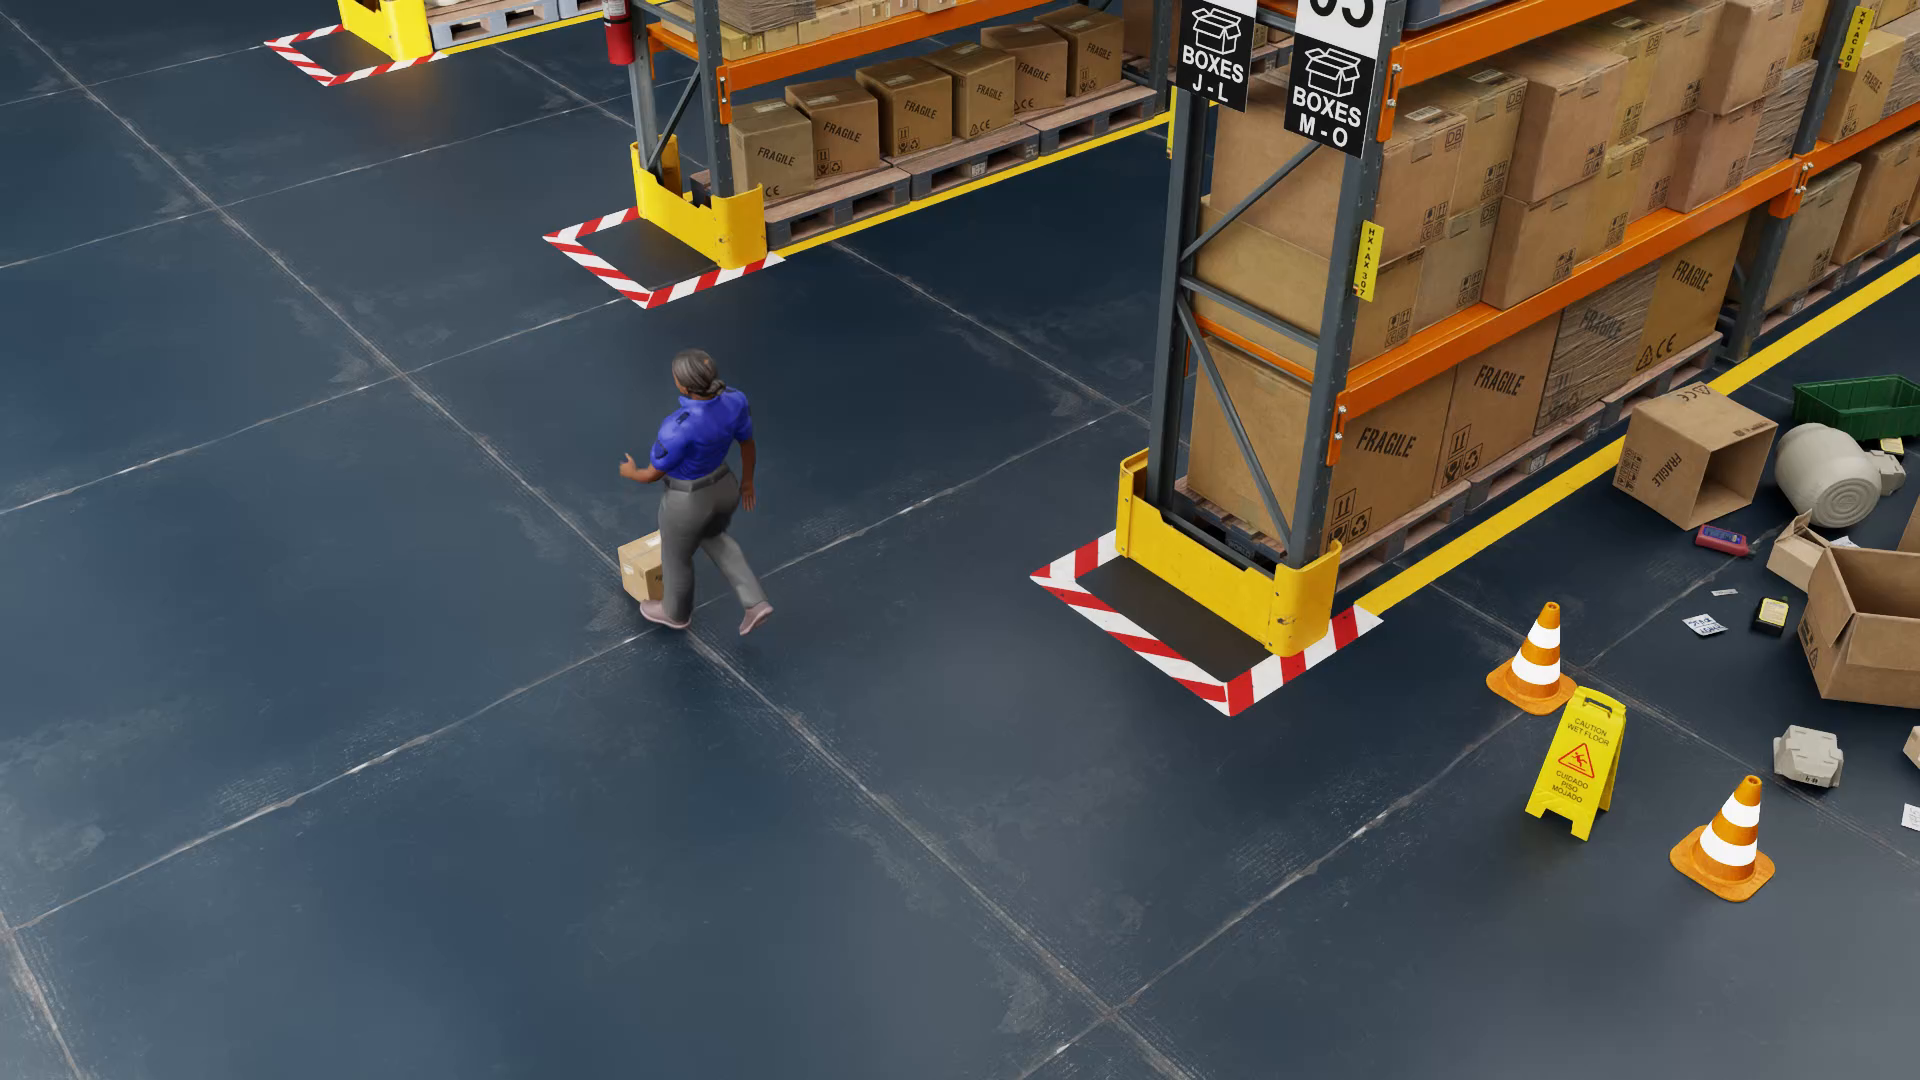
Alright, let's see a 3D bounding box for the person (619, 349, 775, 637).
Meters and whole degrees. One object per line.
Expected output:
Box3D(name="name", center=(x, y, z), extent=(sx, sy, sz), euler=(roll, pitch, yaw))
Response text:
Box3D(name="person", center=(-1.206, -0.215, 7.386), extent=(0.743, 1.609, 0.525), euler=(26, 43, 31))
